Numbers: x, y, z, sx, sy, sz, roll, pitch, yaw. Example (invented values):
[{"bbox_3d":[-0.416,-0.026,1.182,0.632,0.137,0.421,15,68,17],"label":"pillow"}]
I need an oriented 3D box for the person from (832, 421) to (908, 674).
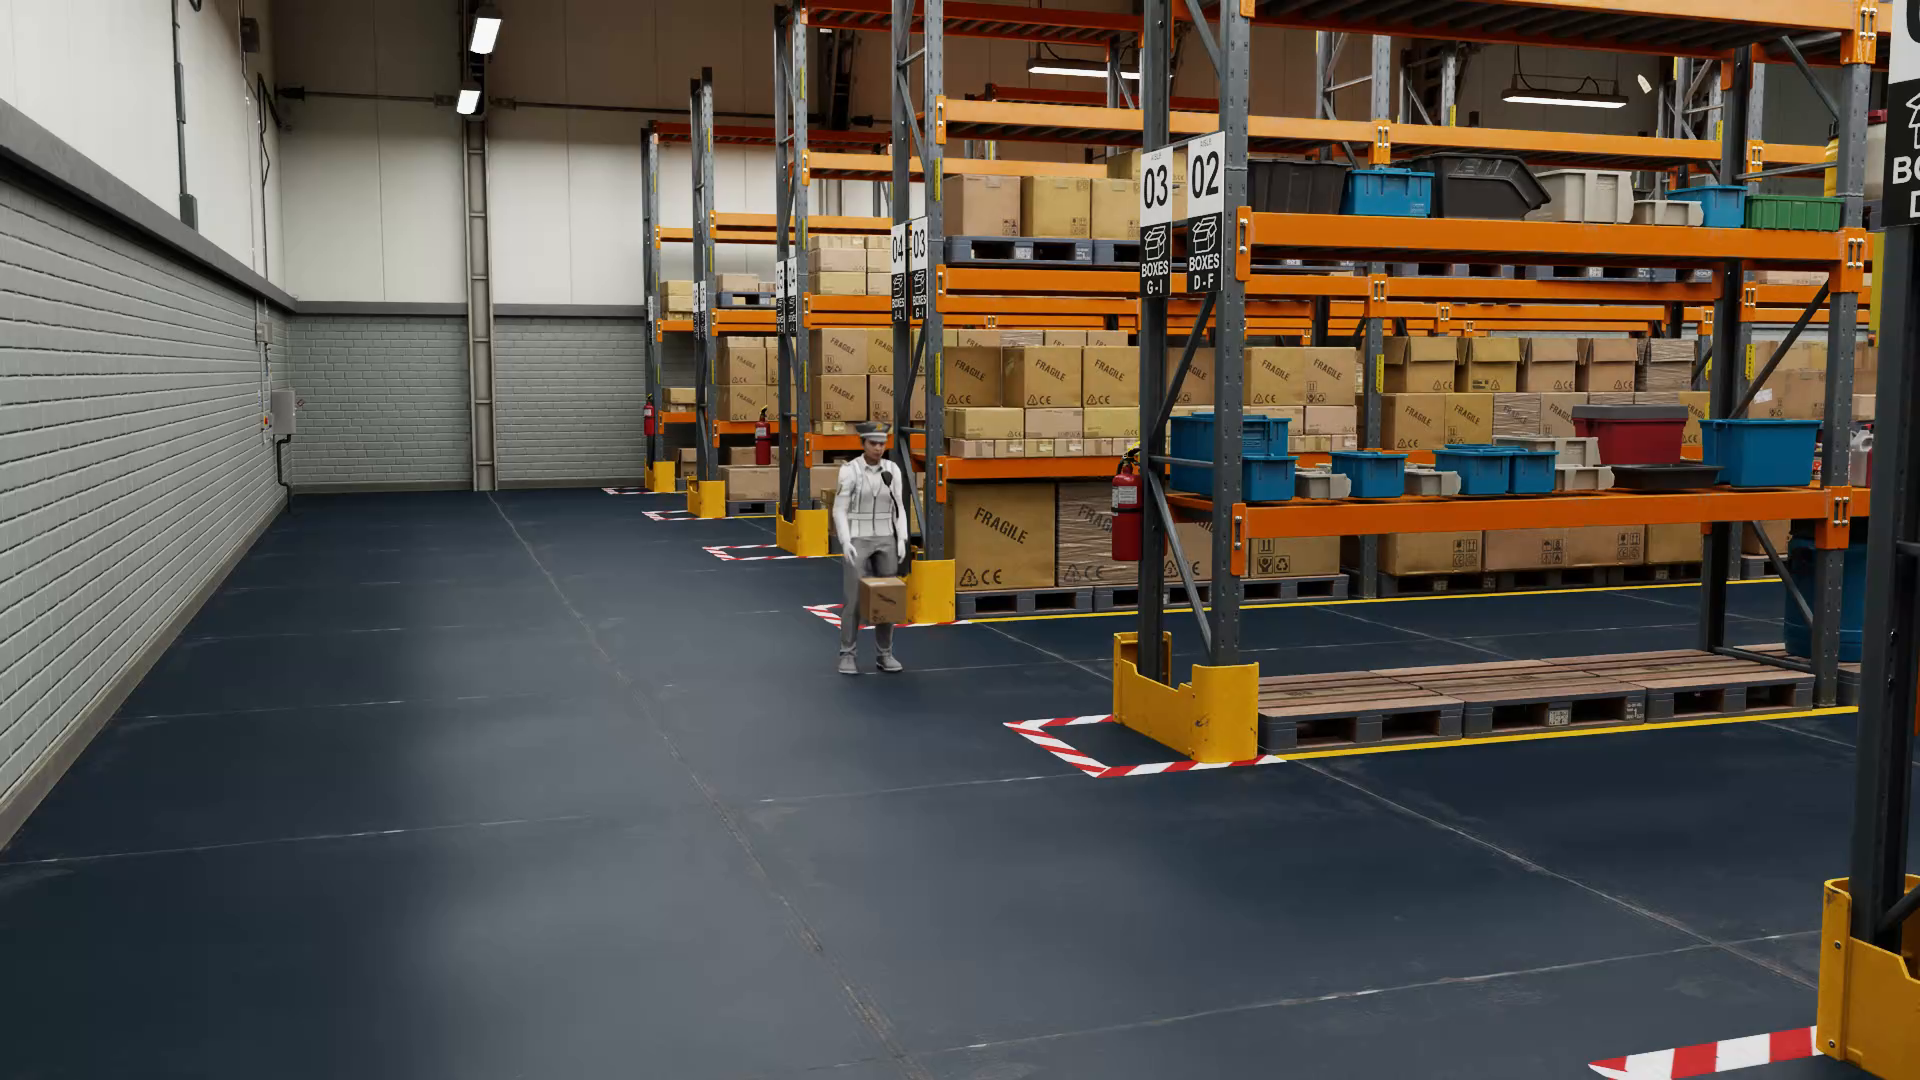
[{"bbox_3d":[-0.595,0.041,11.108,0.508,1.673,0.360,-2,6,-20],"label":"person"}]
